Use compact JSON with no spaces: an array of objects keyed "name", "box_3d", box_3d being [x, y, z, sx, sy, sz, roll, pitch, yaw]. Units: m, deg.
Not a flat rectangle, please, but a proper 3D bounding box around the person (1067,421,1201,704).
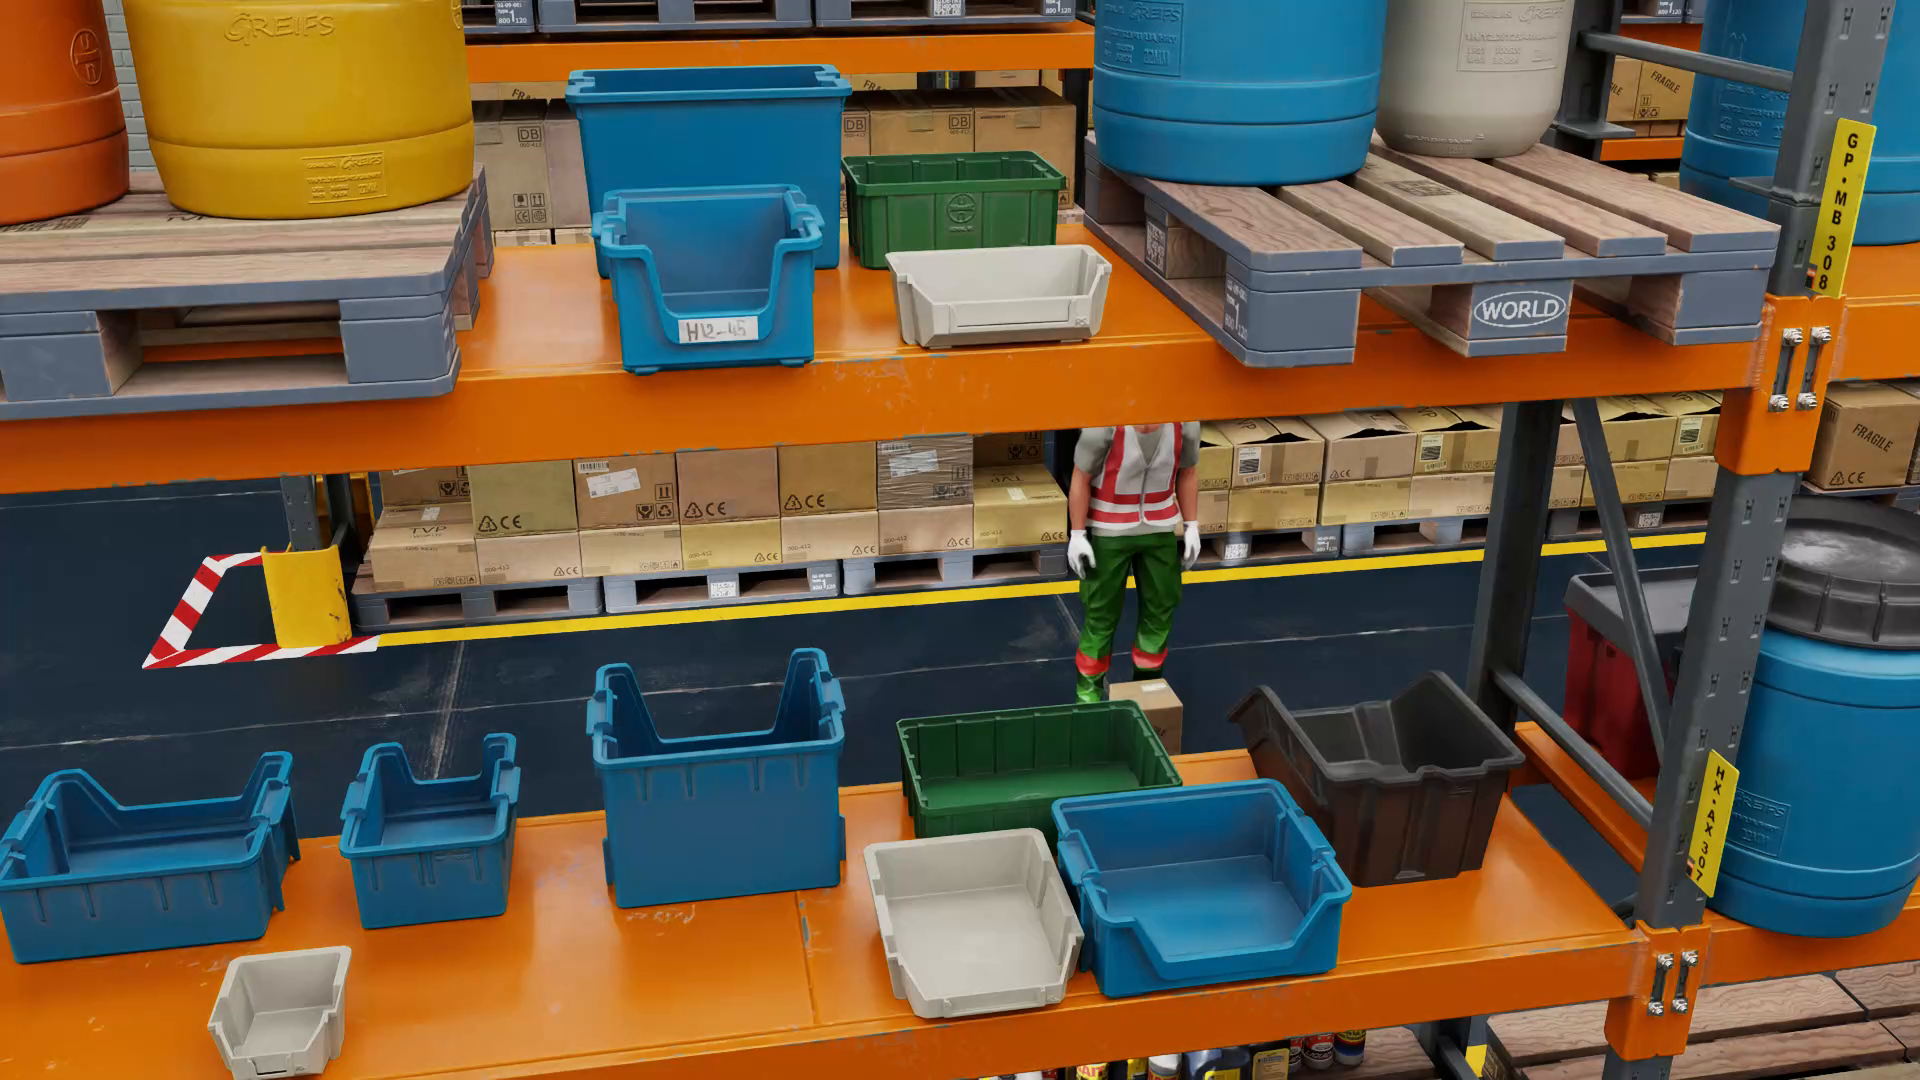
[{"name":"person","box_3d":[0.750,-0.010,7.103,0.607,1.777,0.454,-5,24,-12]}]
